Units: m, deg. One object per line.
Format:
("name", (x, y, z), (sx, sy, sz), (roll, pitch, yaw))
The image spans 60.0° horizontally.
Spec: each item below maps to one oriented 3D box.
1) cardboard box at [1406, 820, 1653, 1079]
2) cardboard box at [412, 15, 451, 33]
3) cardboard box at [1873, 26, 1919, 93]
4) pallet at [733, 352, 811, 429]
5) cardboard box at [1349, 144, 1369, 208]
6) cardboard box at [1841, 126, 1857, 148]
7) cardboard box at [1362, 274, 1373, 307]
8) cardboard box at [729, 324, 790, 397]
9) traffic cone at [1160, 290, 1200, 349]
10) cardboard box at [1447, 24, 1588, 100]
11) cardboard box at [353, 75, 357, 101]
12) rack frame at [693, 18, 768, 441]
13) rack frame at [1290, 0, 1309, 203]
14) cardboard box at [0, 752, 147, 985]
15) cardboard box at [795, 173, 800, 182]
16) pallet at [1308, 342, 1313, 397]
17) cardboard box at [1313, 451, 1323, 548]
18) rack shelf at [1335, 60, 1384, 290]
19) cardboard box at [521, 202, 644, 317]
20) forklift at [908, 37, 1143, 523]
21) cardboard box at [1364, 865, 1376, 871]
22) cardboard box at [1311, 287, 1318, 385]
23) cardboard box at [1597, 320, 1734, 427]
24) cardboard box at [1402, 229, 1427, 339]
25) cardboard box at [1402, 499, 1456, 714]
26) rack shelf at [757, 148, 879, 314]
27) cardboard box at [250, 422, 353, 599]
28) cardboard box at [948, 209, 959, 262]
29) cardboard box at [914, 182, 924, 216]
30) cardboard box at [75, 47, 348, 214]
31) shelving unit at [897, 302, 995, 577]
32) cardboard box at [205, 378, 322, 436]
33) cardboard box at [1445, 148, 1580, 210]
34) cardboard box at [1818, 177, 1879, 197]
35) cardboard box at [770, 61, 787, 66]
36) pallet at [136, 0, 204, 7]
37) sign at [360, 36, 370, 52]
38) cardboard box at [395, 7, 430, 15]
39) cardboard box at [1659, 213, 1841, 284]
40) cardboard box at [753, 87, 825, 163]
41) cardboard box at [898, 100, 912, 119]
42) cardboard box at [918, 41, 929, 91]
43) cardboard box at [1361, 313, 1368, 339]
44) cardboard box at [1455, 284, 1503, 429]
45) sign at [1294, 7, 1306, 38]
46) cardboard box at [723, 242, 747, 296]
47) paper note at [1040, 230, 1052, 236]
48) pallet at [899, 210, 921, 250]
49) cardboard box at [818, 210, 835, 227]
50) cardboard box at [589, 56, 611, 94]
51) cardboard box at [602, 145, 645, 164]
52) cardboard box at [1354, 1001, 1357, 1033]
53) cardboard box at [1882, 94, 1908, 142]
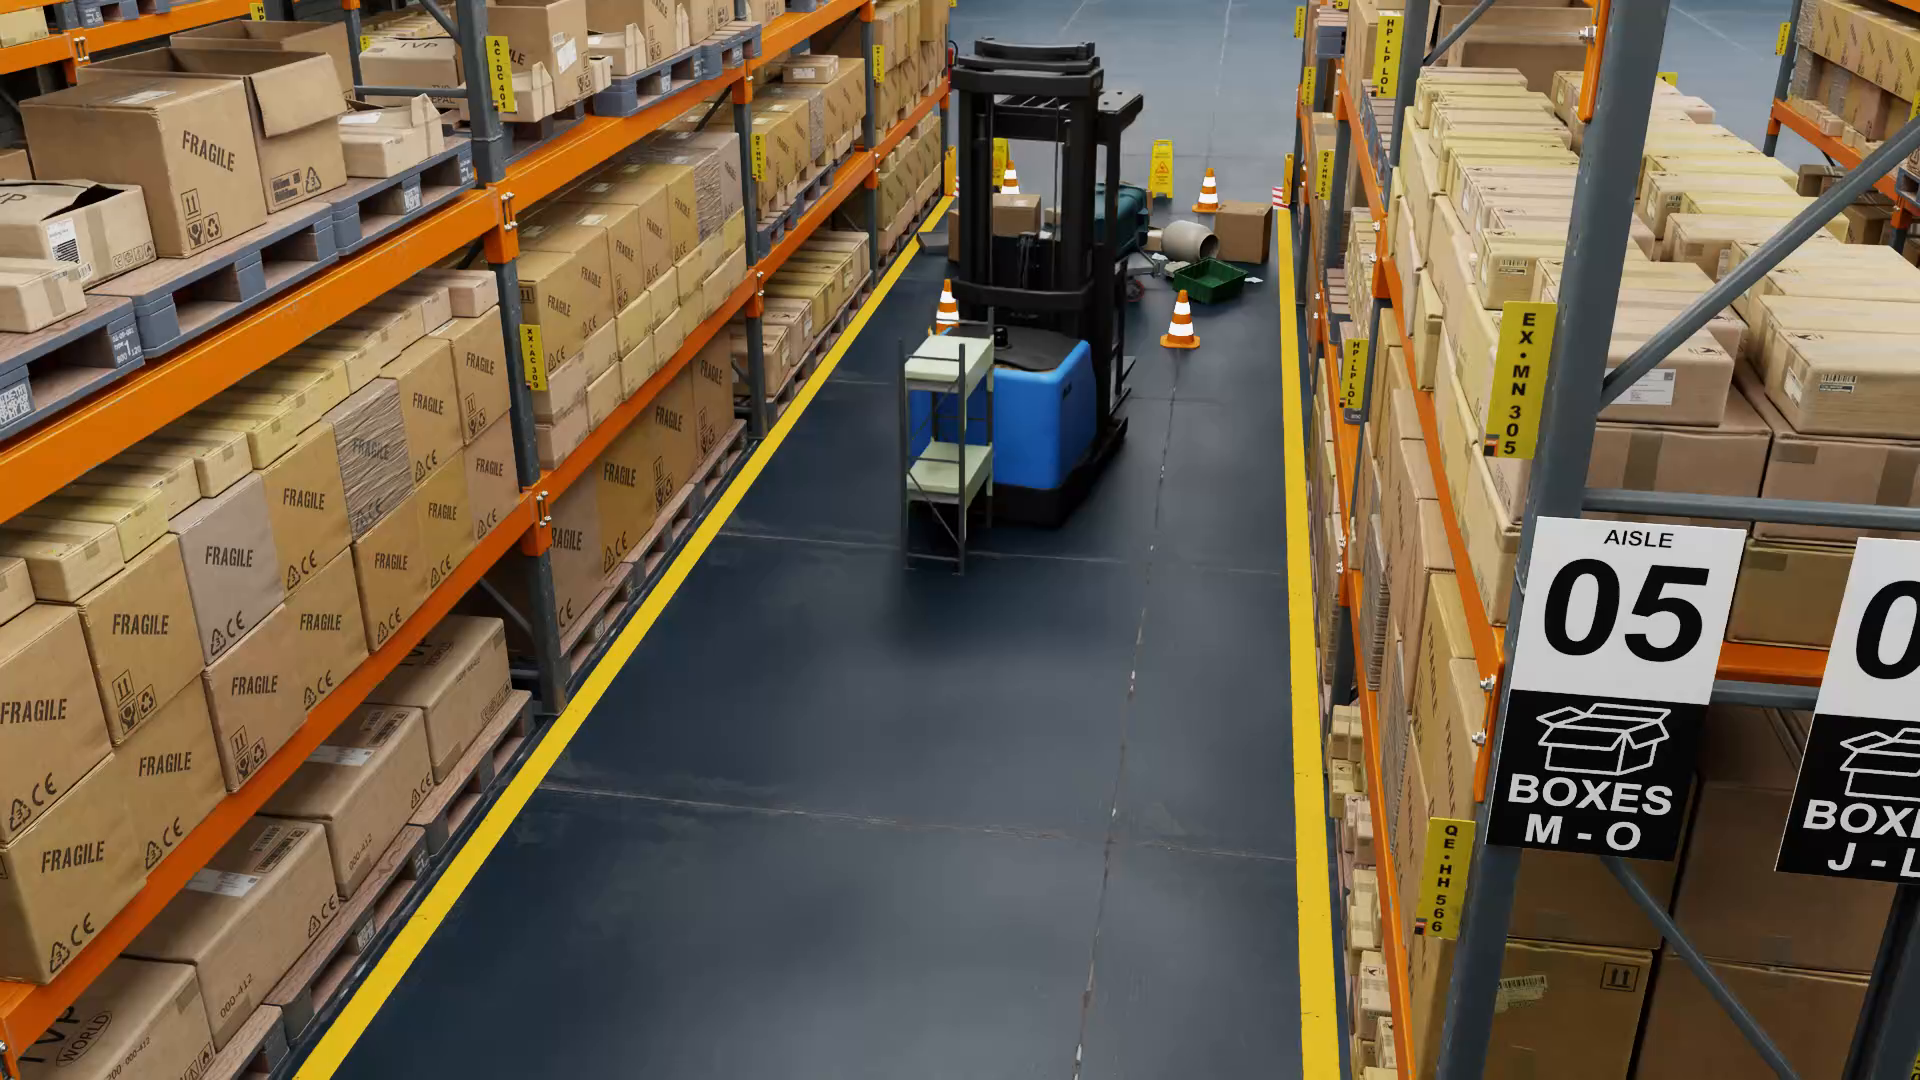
("cardboard box", (1.474, 1.106, 4.380), (0.500, 0.500, 0.500), (5, 25, 10))
("cardboard box", (-5.624, -5.510, 17.750), (0.380, 0.149, 0.250), (4, 25, 9))
("cardboard box", (8.375, -4.190, 14.516), (0.500, 0.500, 0.500), (4, 25, 9))
("pallet", (-1.809, -1.219, 13.104), (1.003, 0.211, 1.213), (4, 25, 9))
("cardboard box", (3.045, -2.539, 11.339), (0.700, 0.500, 0.500), (4, 25, 8))
("cardboard box", (8.497, -3.764, 15.549), (0.380, 0.149, 0.250), (4, 25, 9))
("cardboard box", (2.437, -1.366, 9.230), (0.380, 0.149, 0.250), (4, 25, 8))
("cardboard box", (-1.836, -1.390, 12.787), (0.950, 0.372, 0.625), (2, 25, 5))
("traffic cone", (1.907, -1.922, 14.310), (0.336, 0.463, 0.334), (4, 25, 9))
("cardboard box", (2.478, -1.926, 7.175), (0.700, 0.500, 0.500), (4, 25, 9))
("cardboard box", (-5.852, -4.383, 16.457), (0.500, 0.500, 0.500), (3, 25, 7))
("rack frame", (-1.938, -2.155, 11.815), (1.000, 3.000, 0.127), (4, 25, 9))
("rack frame", (4.269, -5.200, 18.321), (1.000, 3.000, 0.127), (4, 25, 9))
("cardboard box", (-2.884, 0.965, 5.032), (0.500, 0.500, 0.500), (4, 25, 8))
("cardboard box", (-1.497, -2.922, 13.255), (0.380, 0.149, 0.250), (5, 26, 11))
("pallet", (3.367, -1.424, 13.544), (1.003, 0.211, 1.213), (4, 25, 9))
("cardboard box", (2.436, -0.208, 10.110), (0.500, 0.500, 0.500), (3, 25, 7))
("rack shelf", (2.635, -2.050, 8.902), (1.077, 0.370, 4.000), (4, 25, 9))
("cardboard box", (-2.096, -1.568, 9.265), (0.500, 0.500, 0.500), (3, 25, 7))
("forklift", (0.609, -2.036, 11.642), (1.130, 2.935, 3.031), (8, 26, 17))
("cardboard box", (1.861, 1.357, 6.829), (0.380, 0.149, 0.250), (5, 26, 11))
("cardboard box", (3.290, -1.640, 12.873), (1.050, 0.750, 0.750), (4, 25, 9))
("cardboard box", (1.419, -0.365, 3.571), (0.380, 0.149, 0.250), (4, 25, 8))
("cardboard box", (1.795, -0.870, 5.709), (0.500, 0.250, 0.500), (5, 26, 11))
("cardboard box", (1.643, 0.220, 5.093), (0.500, 0.500, 0.500), (5, 26, 11))
("rack shelf", (-1.611, -2.665, 13.755), (1.077, 0.370, 4.000), (4, 25, 9))
("cardboard box", (-2.652, -0.129, 6.190), (0.500, 0.500, 0.500), (4, 25, 9))
("cardboard box", (0.233, -3.051, 16.675), (0.500, 0.500, 0.500), (-20, 32, -36))
("cardboard box", (-0.670, -3.653, 17.765), (0.500, 0.250, 0.500), (3, 25, 7))
("cardboard box", (-2.781, -1.556, 6.263), (0.797, 0.503, 0.637), (6, 26, 13))
("shelving unit", (-0.076, -0.628, 10.322), (0.431, 1.500, 0.755), (6, 26, 13))
("cardboard box", (-2.625, -0.489, 6.193), (0.380, 0.149, 0.250), (4, 25, 9))
("cardboard box", (1.730, -1.117, 5.177), (0.380, 0.149, 0.250), (3, 25, 7))
("cardboard box", (8.963, -3.360, 16.843), (0.500, 0.500, 0.500), (11, 27, 22))
("cardboard box", (-1.644, -4.022, 14.839), (0.500, 0.500, 0.500), (5, 25, 10))
("pallet", (-6.633, -4.528, 13.570), (1.003, 0.211, 1.213), (5, 26, 11))
("sign", (-5.645, -4.625, 15.820), (0.100, 0.325, 0.005), (4, 25, 9))
("cardboard box", (-5.973, -5.758, 18.279), (0.380, 0.149, 0.250), (5, 26, 10))
("cardboard box", (2.086, -0.756, 4.405), (0.380, 0.149, 0.250), (5, 25, 10))
("cardboard box", (-1.389, -3.347, 13.398), (0.500, 0.500, 0.500), (3, 25, 7))
("cardboard box", (-0.698, -4.358, 16.818), (0.380, 0.149, 0.250), (4, 25, 9))
("cardboard box", (-0.619, -5.016, 17.460), (0.500, 0.500, 0.500), (4, 25, 8))
("cardboard box", (2.390, -1.124, 9.063), (0.380, 0.149, 0.250), (4, 25, 9))
("cardboard box", (1.561, -0.449, 4.221), (0.500, 0.250, 0.500), (3, 25, 7))
("sign", (3.723, -5.669, 18.208), (0.100, 0.325, 0.005), (4, 25, 9))
("cardboard box", (-1.765, -1.857, 11.357), (0.500, 0.250, 0.500), (3, 25, 7))
("paper note", (0.892, -3.273, 17.719), (0.148, 0.019, 0.142), (13, 28, 26))
("pallet", (-1.013, -3.360, 17.679), (1.003, 0.211, 1.213), (4, 25, 9))
("cardboard box", (-1.453, -3.378, 16.292), (0.500, 0.500, 0.500), (4, 25, 8))
("cardboard box", (-2.040, -2.430, 8.644), (0.380, 0.166, 0.250), (2, 25, 5))
("cardboard box", (-2.332, -2.255, 10.733), (0.500, 0.500, 0.500), (4, 25, 9))
("cardboard box", (1.677, 1.811, 6.210), (0.380, 0.149, 0.250), (5, 25, 10))
("cardboard box", (8.743, -3.712, 14.673), (0.875, 0.500, 0.500), (4, 25, 9))
